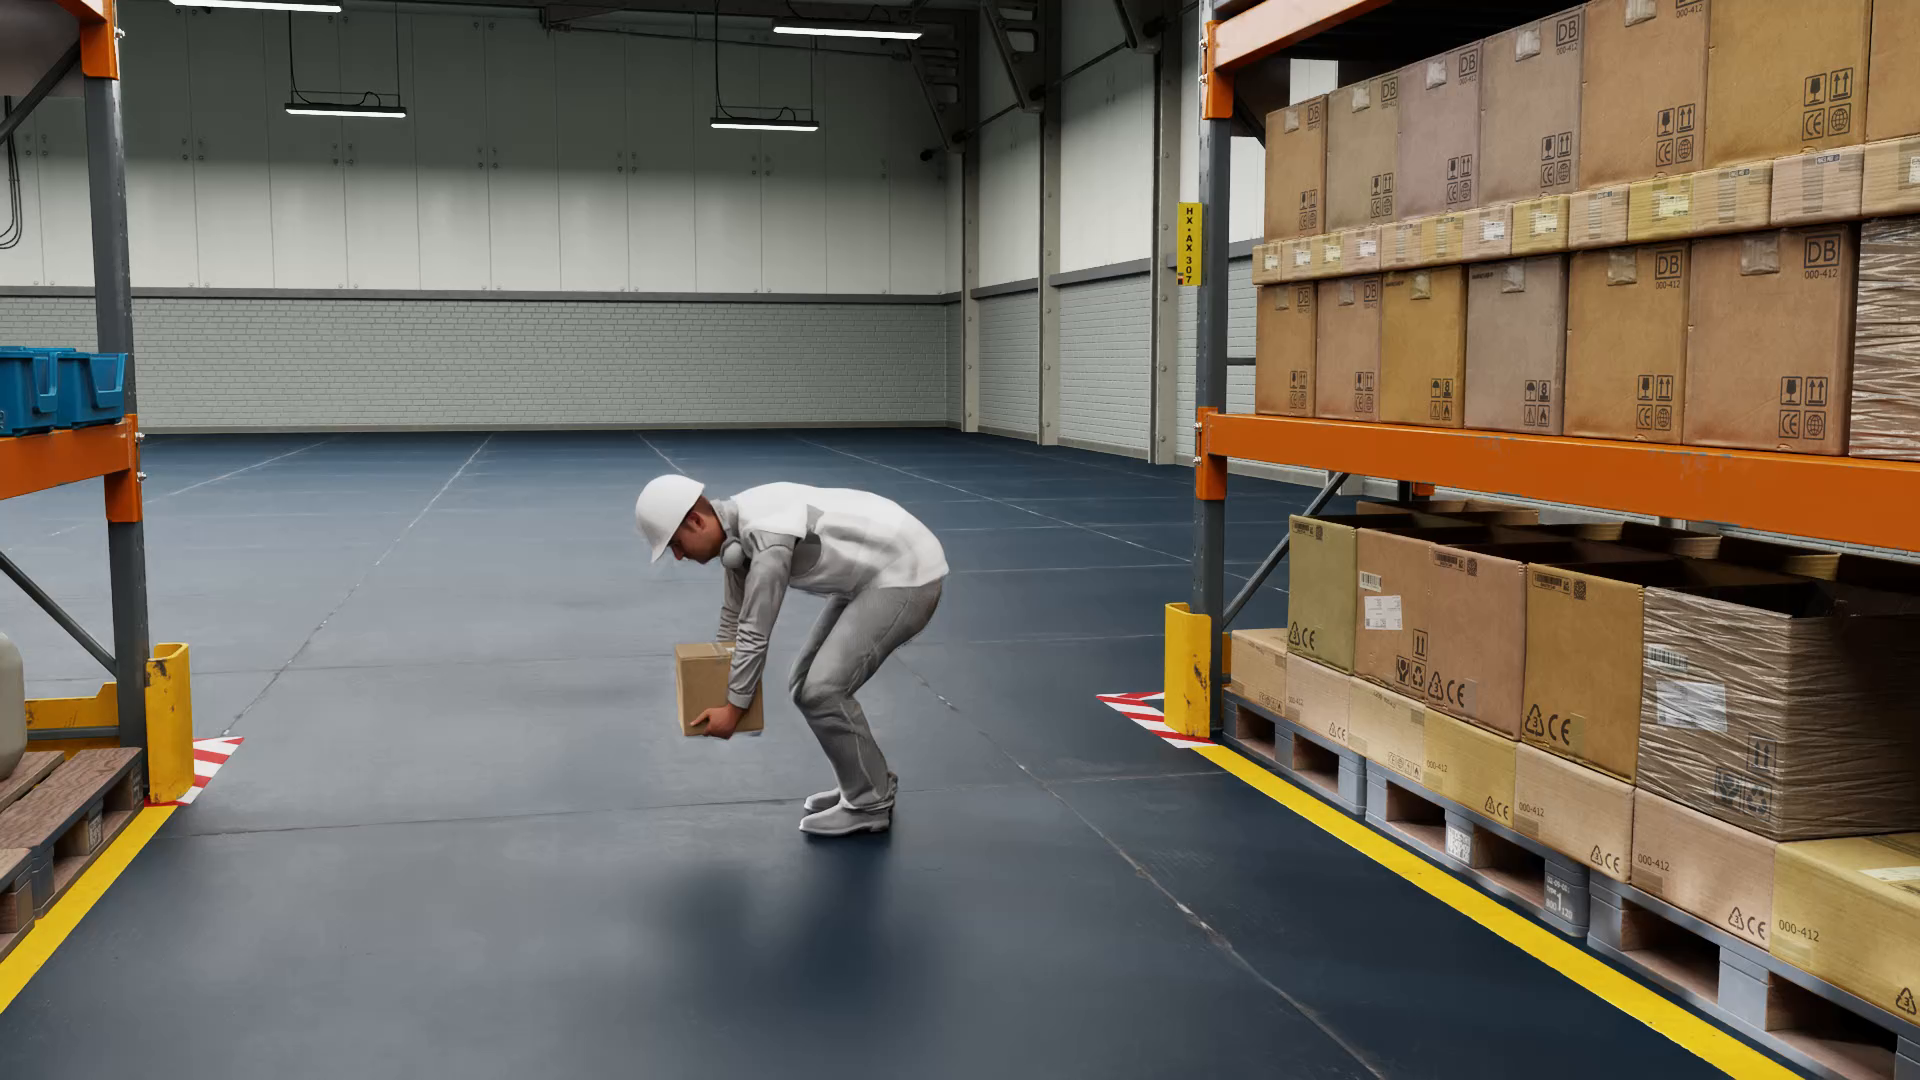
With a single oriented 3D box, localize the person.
[{"bbox_3d":[-0.537,0.359,5.363,0.987,1.155,0.481,-2,6,-16],"label":"person"}]
